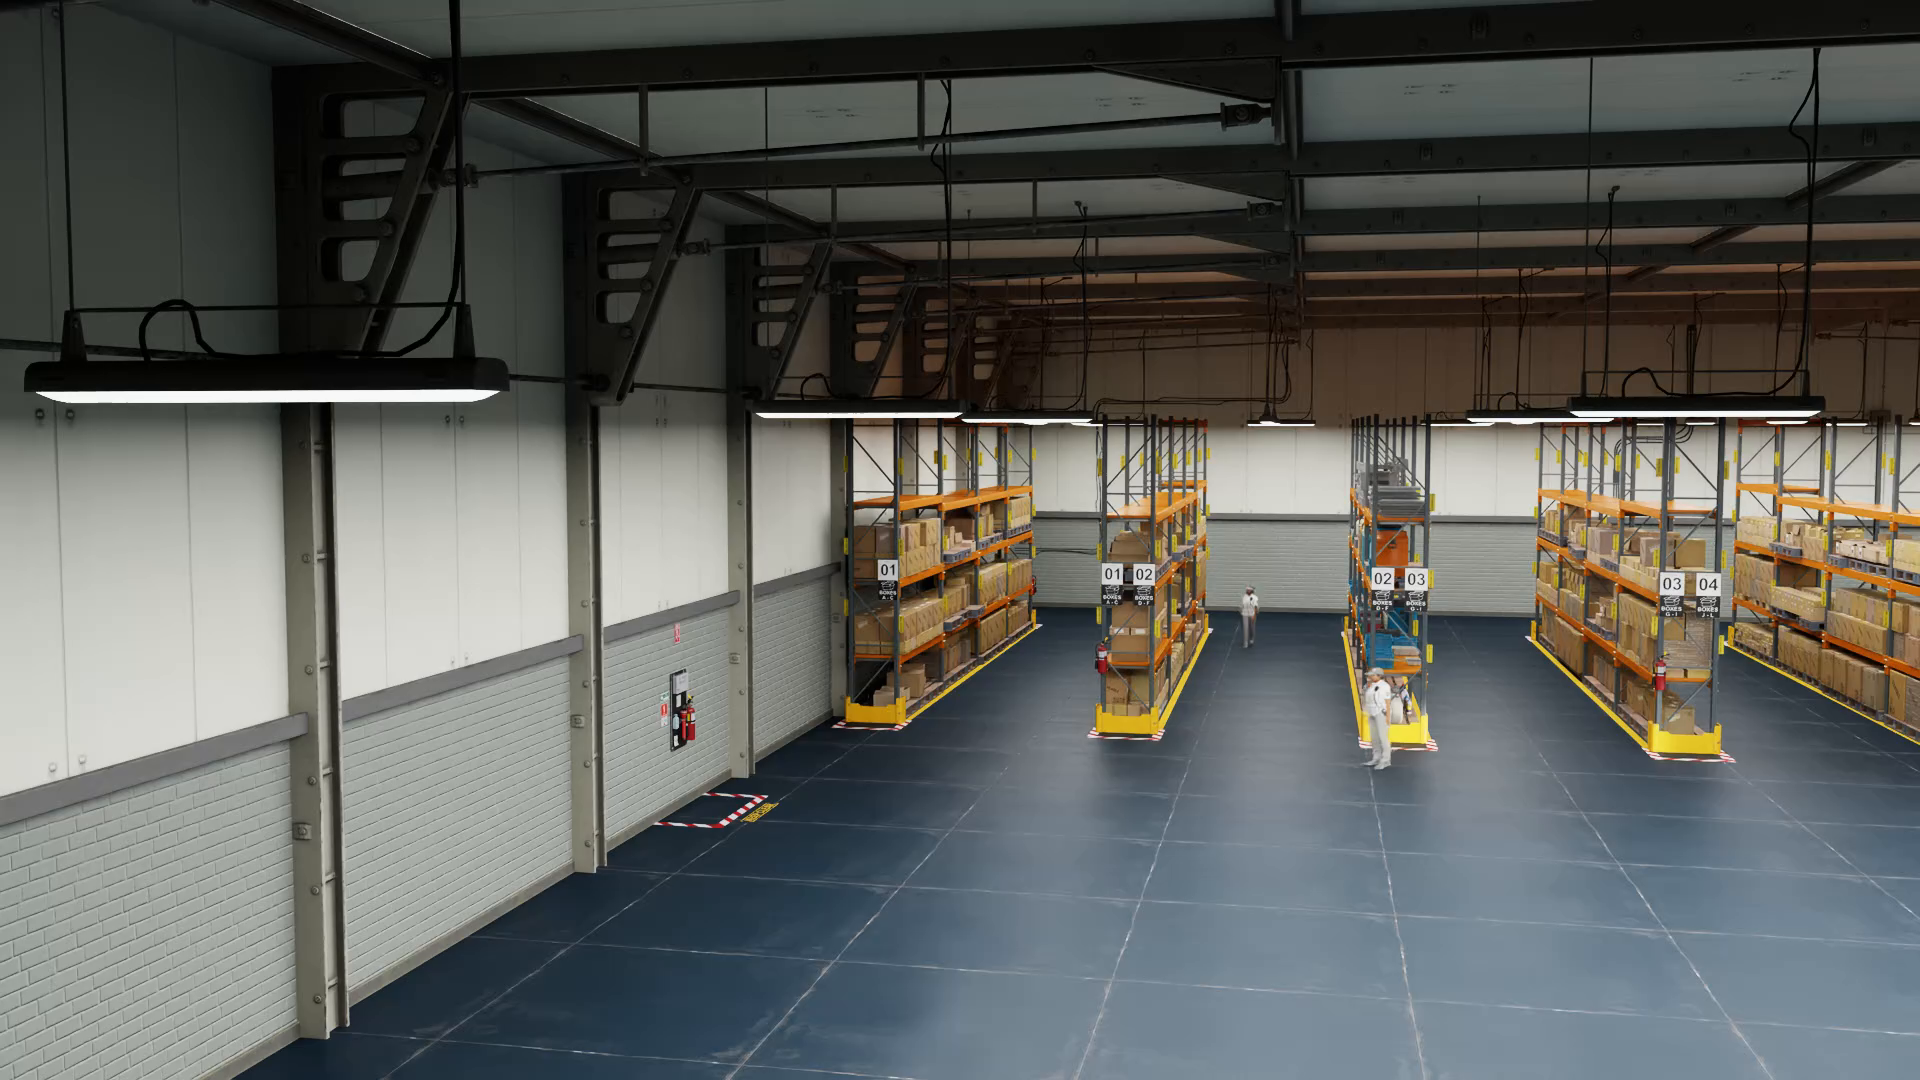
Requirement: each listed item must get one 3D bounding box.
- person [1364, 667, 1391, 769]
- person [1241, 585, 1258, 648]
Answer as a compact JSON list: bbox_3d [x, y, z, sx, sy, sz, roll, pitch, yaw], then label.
[{"bbox_3d":[7.102,3.012,28.270,0.437,1.681,0.576,-2,4,-26],"label":"person"},{"bbox_3d":[7.590,1.989,43.674,0.427,1.636,0.951,0,4,6],"label":"person"}]
